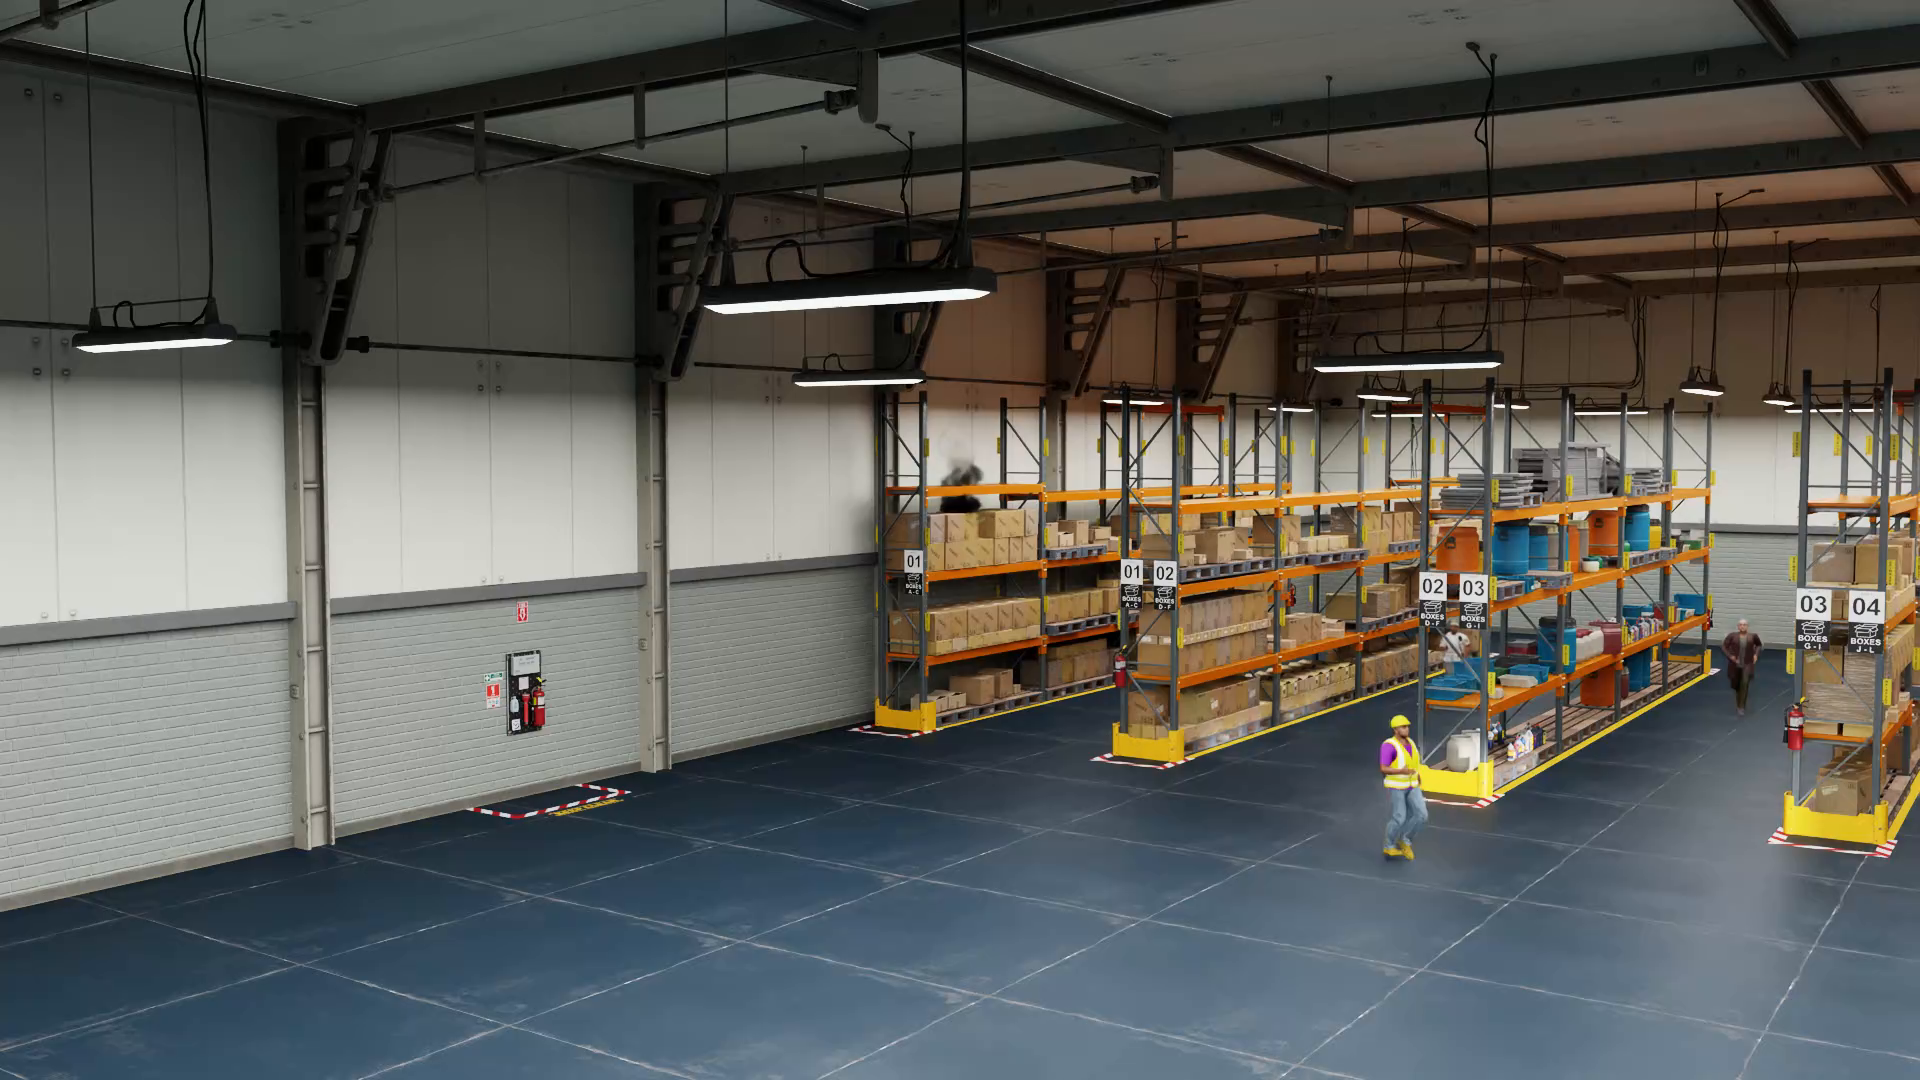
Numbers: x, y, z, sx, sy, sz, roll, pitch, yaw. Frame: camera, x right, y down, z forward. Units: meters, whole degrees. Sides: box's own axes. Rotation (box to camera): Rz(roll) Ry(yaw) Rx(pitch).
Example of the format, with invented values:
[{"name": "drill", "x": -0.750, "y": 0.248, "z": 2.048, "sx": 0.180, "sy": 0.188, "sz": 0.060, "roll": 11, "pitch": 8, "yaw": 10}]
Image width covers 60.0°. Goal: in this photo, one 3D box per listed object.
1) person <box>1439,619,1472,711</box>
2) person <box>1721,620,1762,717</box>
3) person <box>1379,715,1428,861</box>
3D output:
[{"name": "person", "x": 9.485, "y": 2.381, "z": 31.928, "sx": 0.560, "sy": 1.754, "sz": 0.728, "roll": 2, "pitch": 4, "yaw": 31}, {"name": "person", "x": 14.776, "y": 2.394, "z": 31.479, "sx": 0.680, "sy": 1.780, "sz": 1.119, "roll": 2, "pitch": 4, "yaw": 32}, {"name": "person", "x": 5.392, "y": 3.011, "z": 20.128, "sx": 0.677, "sy": 1.772, "sz": 0.649, "roll": -2, "pitch": 4, "yaw": -28}]
